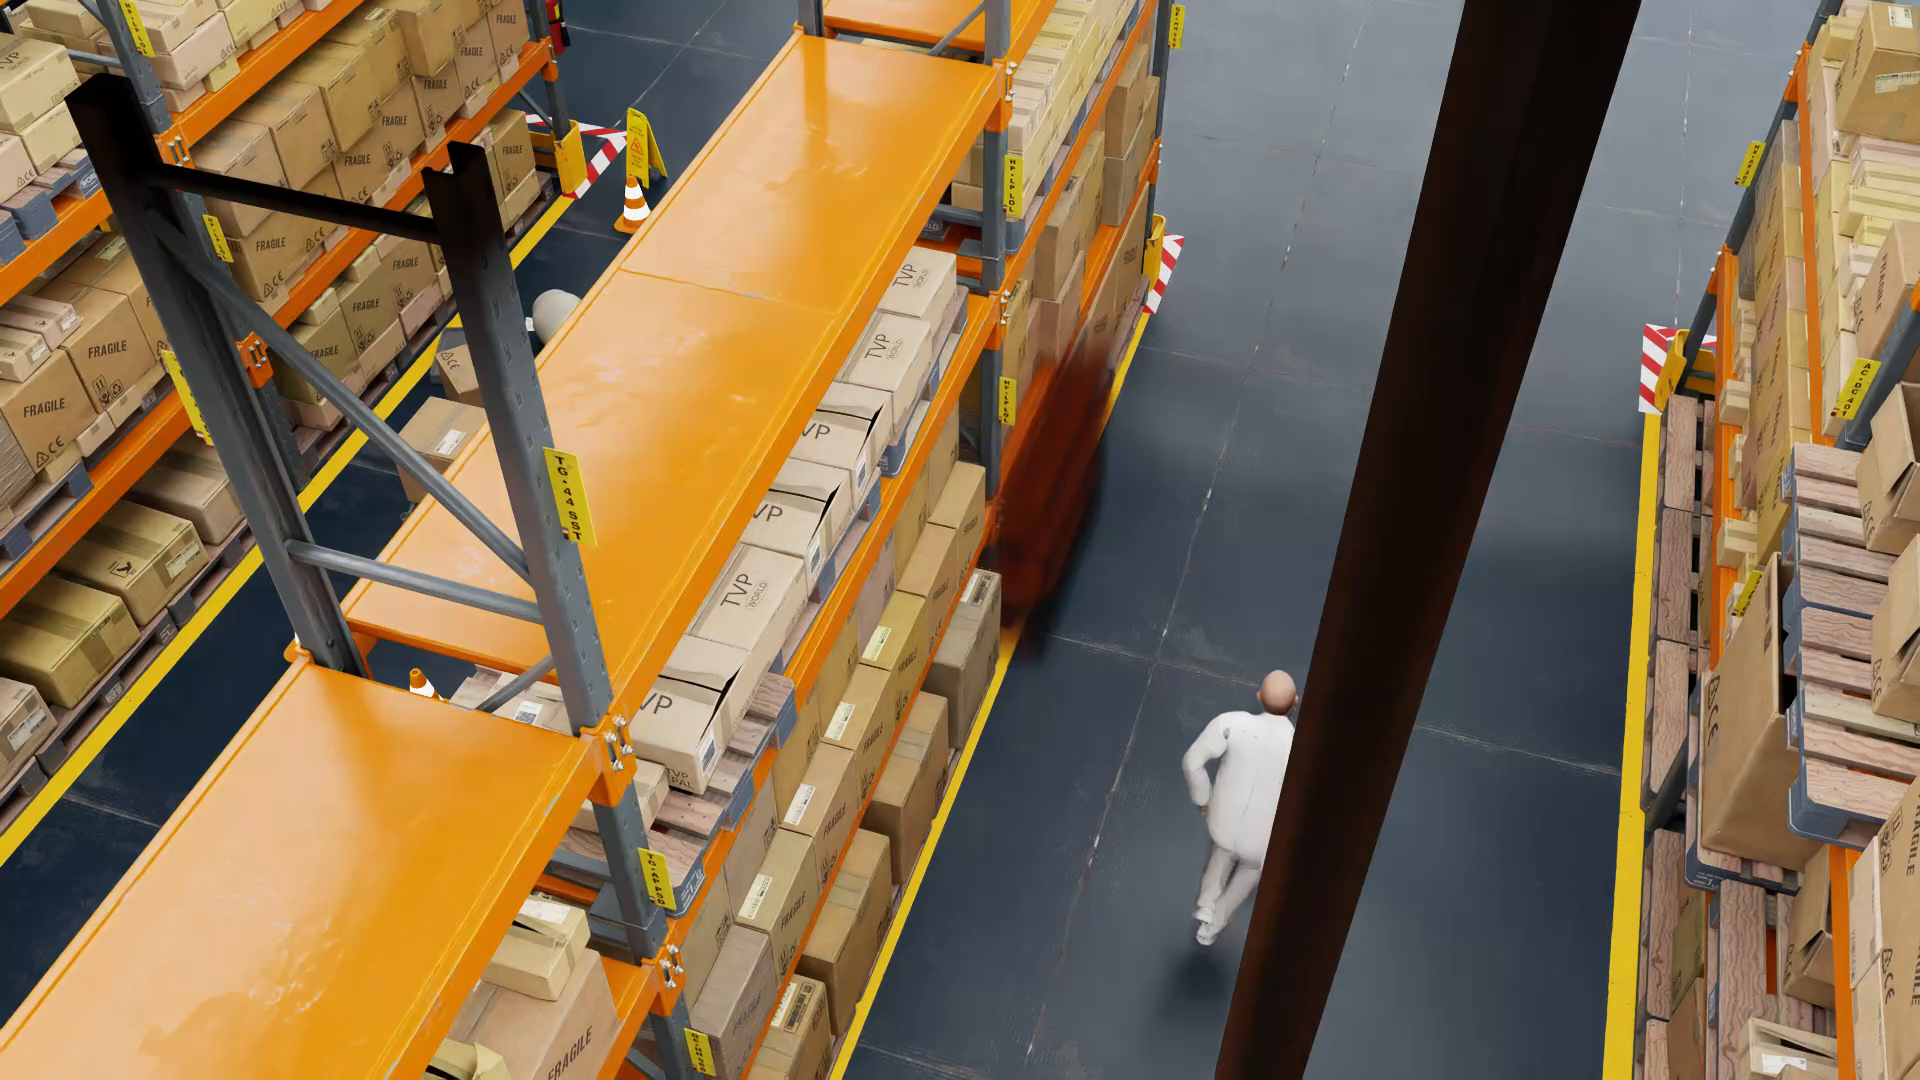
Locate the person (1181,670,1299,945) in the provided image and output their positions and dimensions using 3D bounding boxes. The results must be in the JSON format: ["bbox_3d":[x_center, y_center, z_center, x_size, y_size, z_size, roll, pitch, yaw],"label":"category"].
[{"bbox_3d":[1.451,1.415,8.386,0.715,1.640,0.735,23,50,21],"label":"person"}]
